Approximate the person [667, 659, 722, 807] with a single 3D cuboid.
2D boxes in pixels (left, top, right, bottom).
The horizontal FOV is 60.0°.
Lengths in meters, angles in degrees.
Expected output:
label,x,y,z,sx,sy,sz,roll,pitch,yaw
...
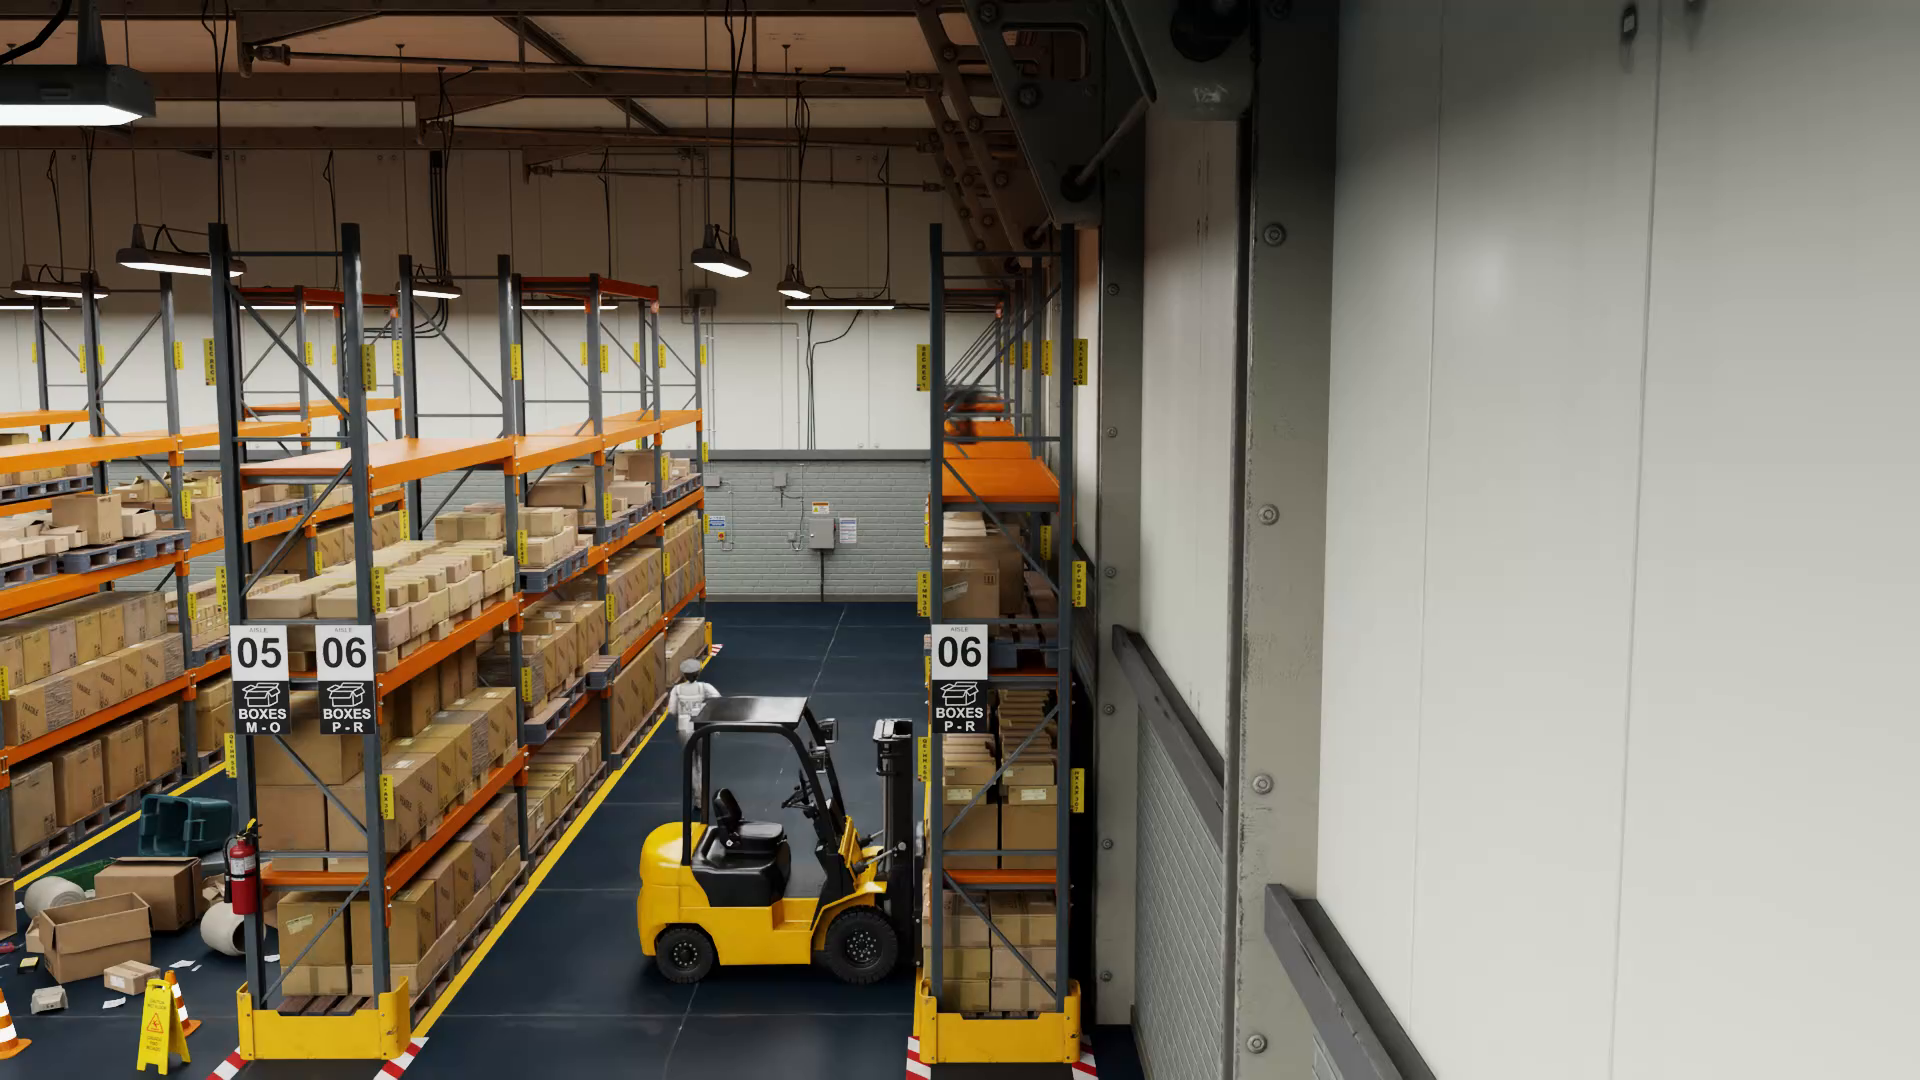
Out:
label,x,y,z,sx,sy,sz,roll,pitch,yaw
person,-3.000,2.171,18.804,0.583,1.615,0.747,-2,7,-18
